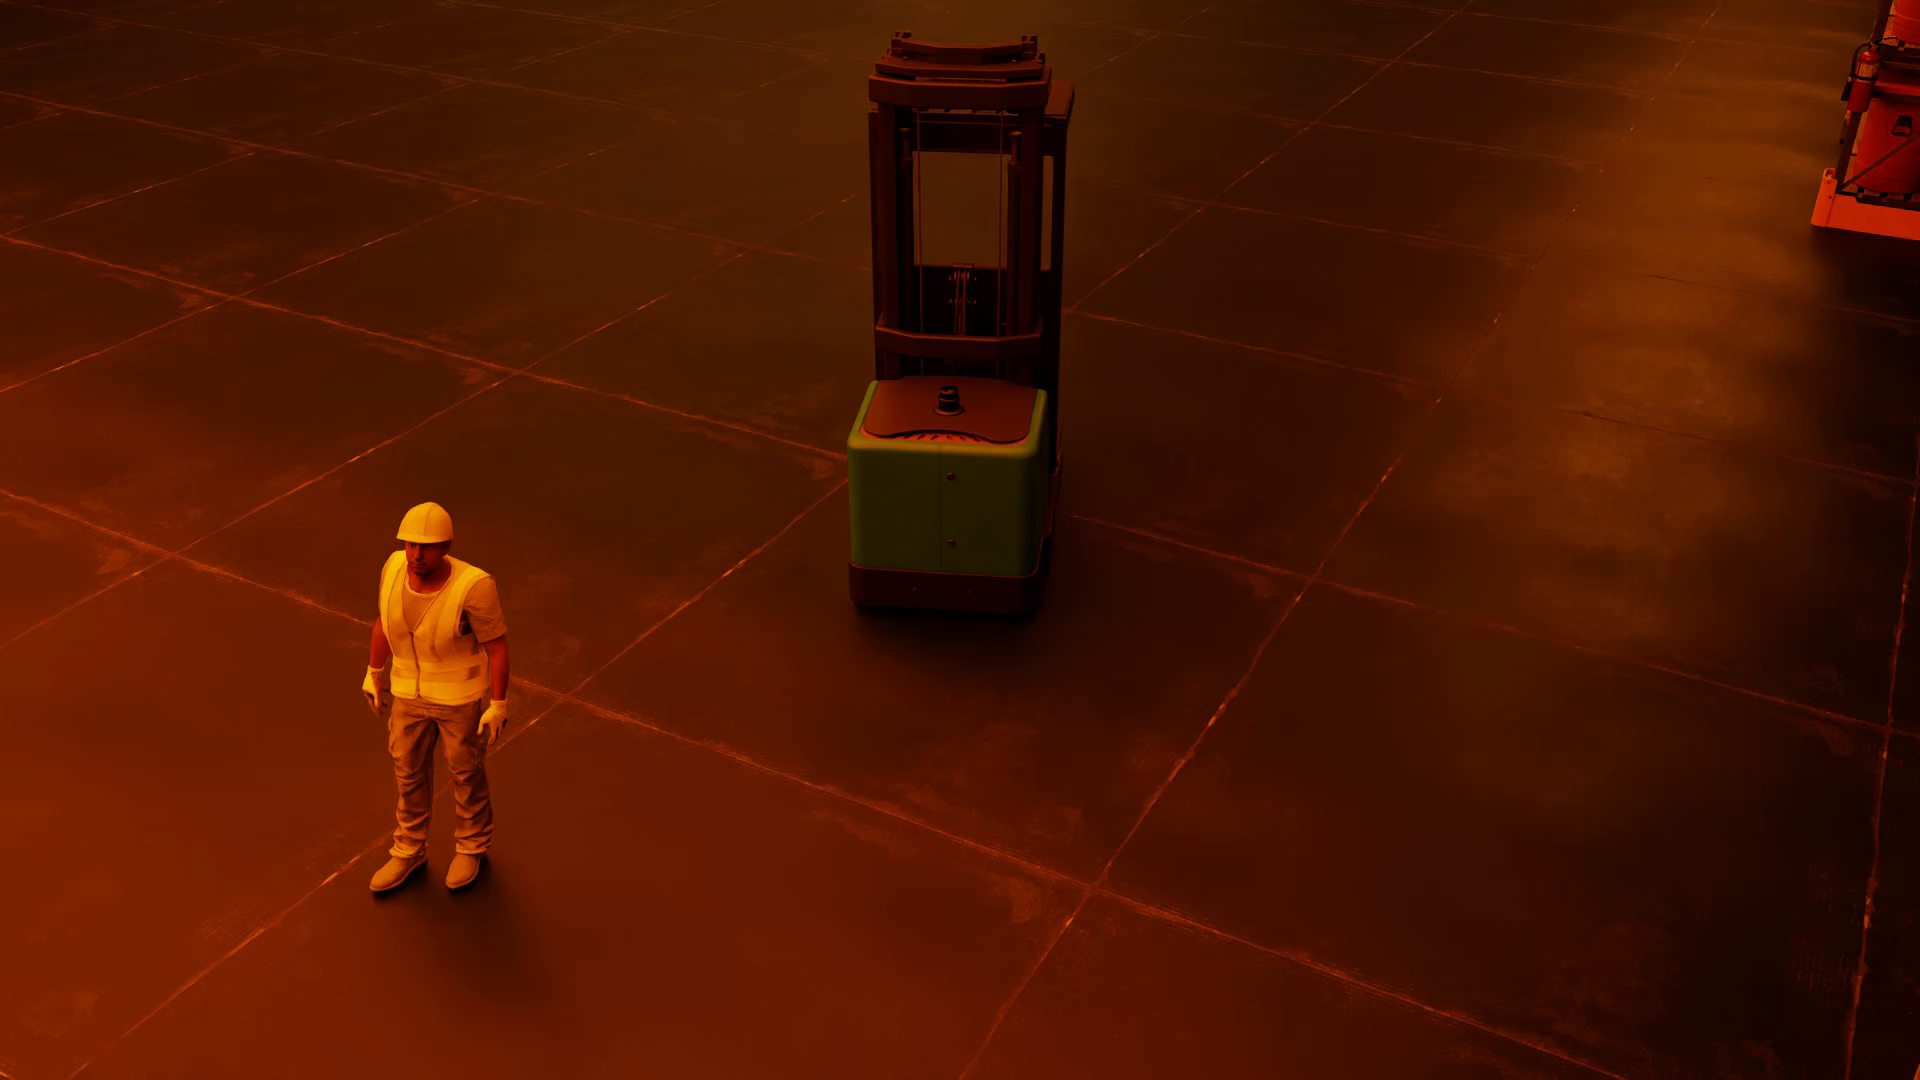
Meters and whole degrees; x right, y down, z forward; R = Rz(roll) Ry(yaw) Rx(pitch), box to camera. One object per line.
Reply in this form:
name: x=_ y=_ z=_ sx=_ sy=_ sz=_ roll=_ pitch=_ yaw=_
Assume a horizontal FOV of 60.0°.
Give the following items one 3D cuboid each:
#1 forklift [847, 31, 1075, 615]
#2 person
forklift: x=0.072 y=-1.572 z=9.794 sx=1.130 sy=2.935 sz=3.031 roll=3 pitch=30 yaw=6
person: x=-2.232 y=0.689 z=7.012 sx=0.657 sy=1.785 sz=0.575 roll=8 pitch=31 yaw=14
